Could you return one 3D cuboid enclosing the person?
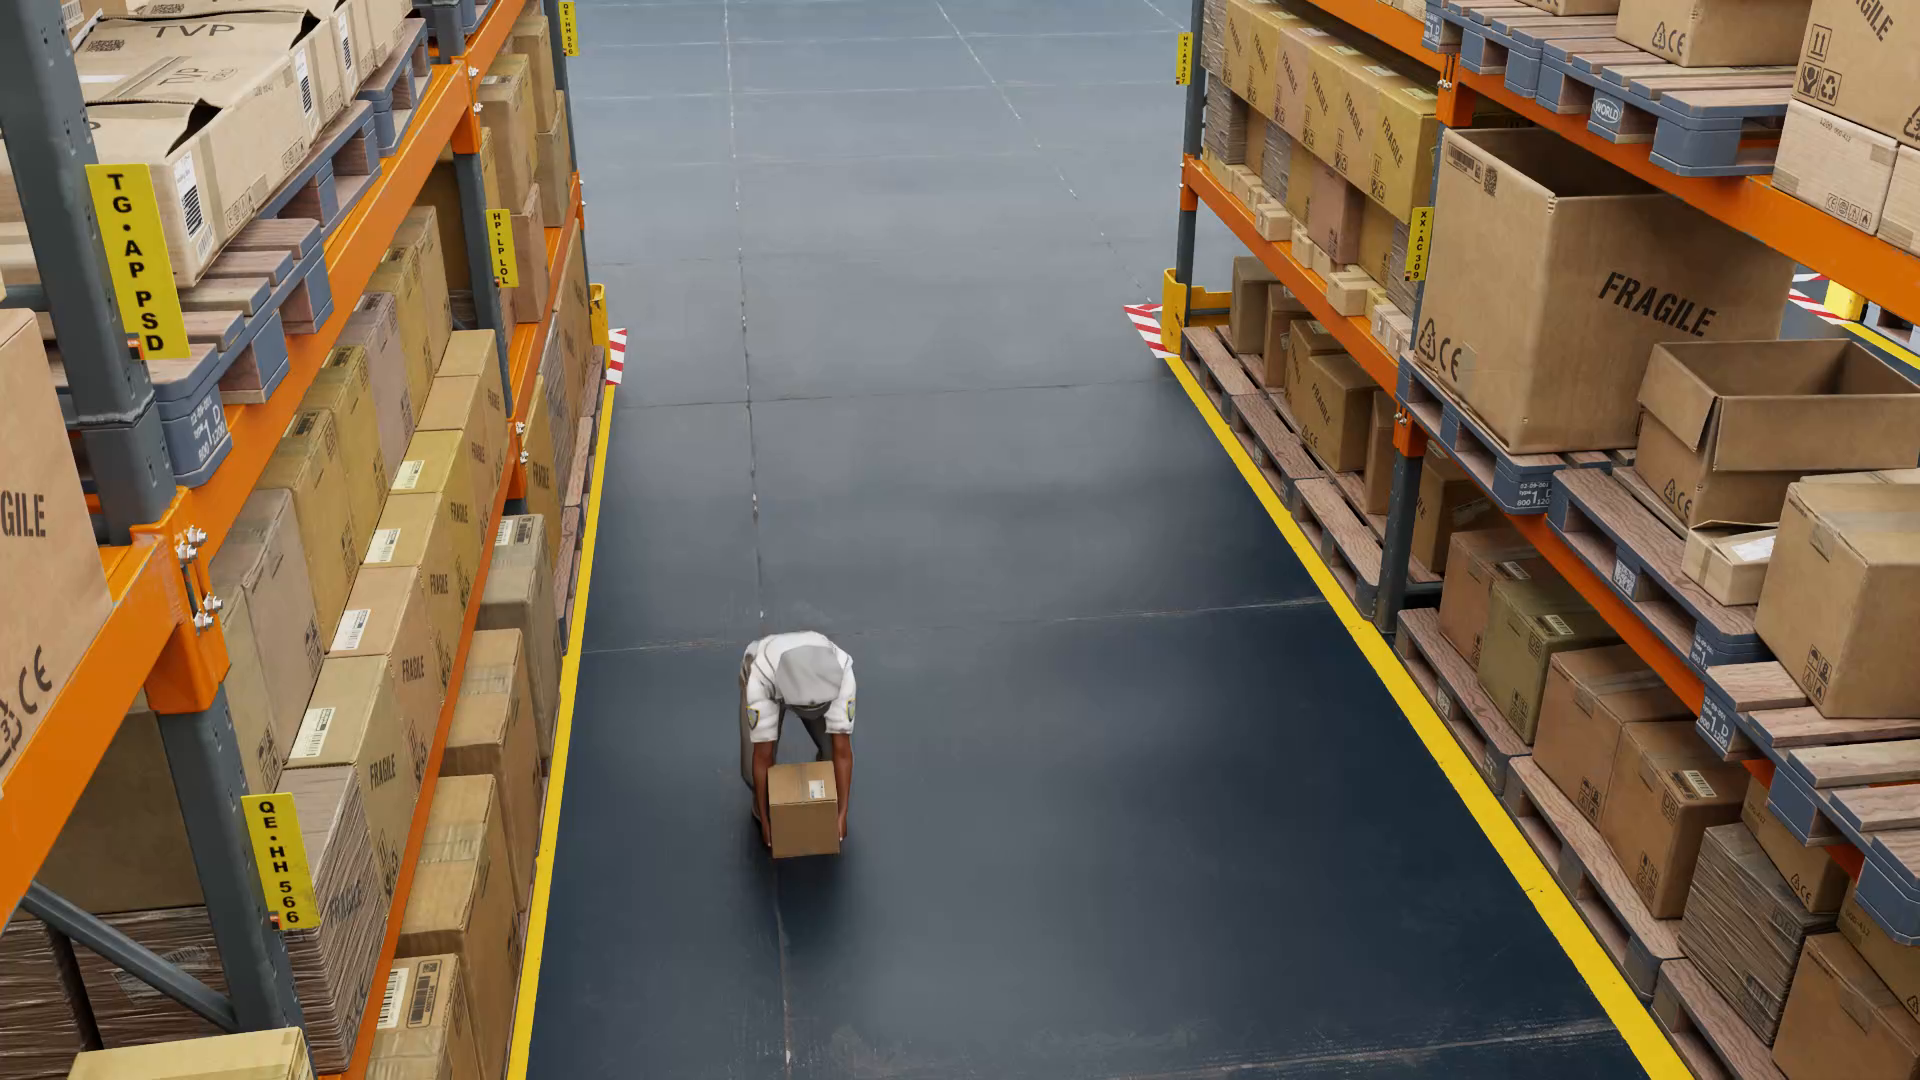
[{"bbox_3d":[-0.639,0.718,6.491,0.456,0.977,0.874,-4,28,-8],"label":"person"}]
